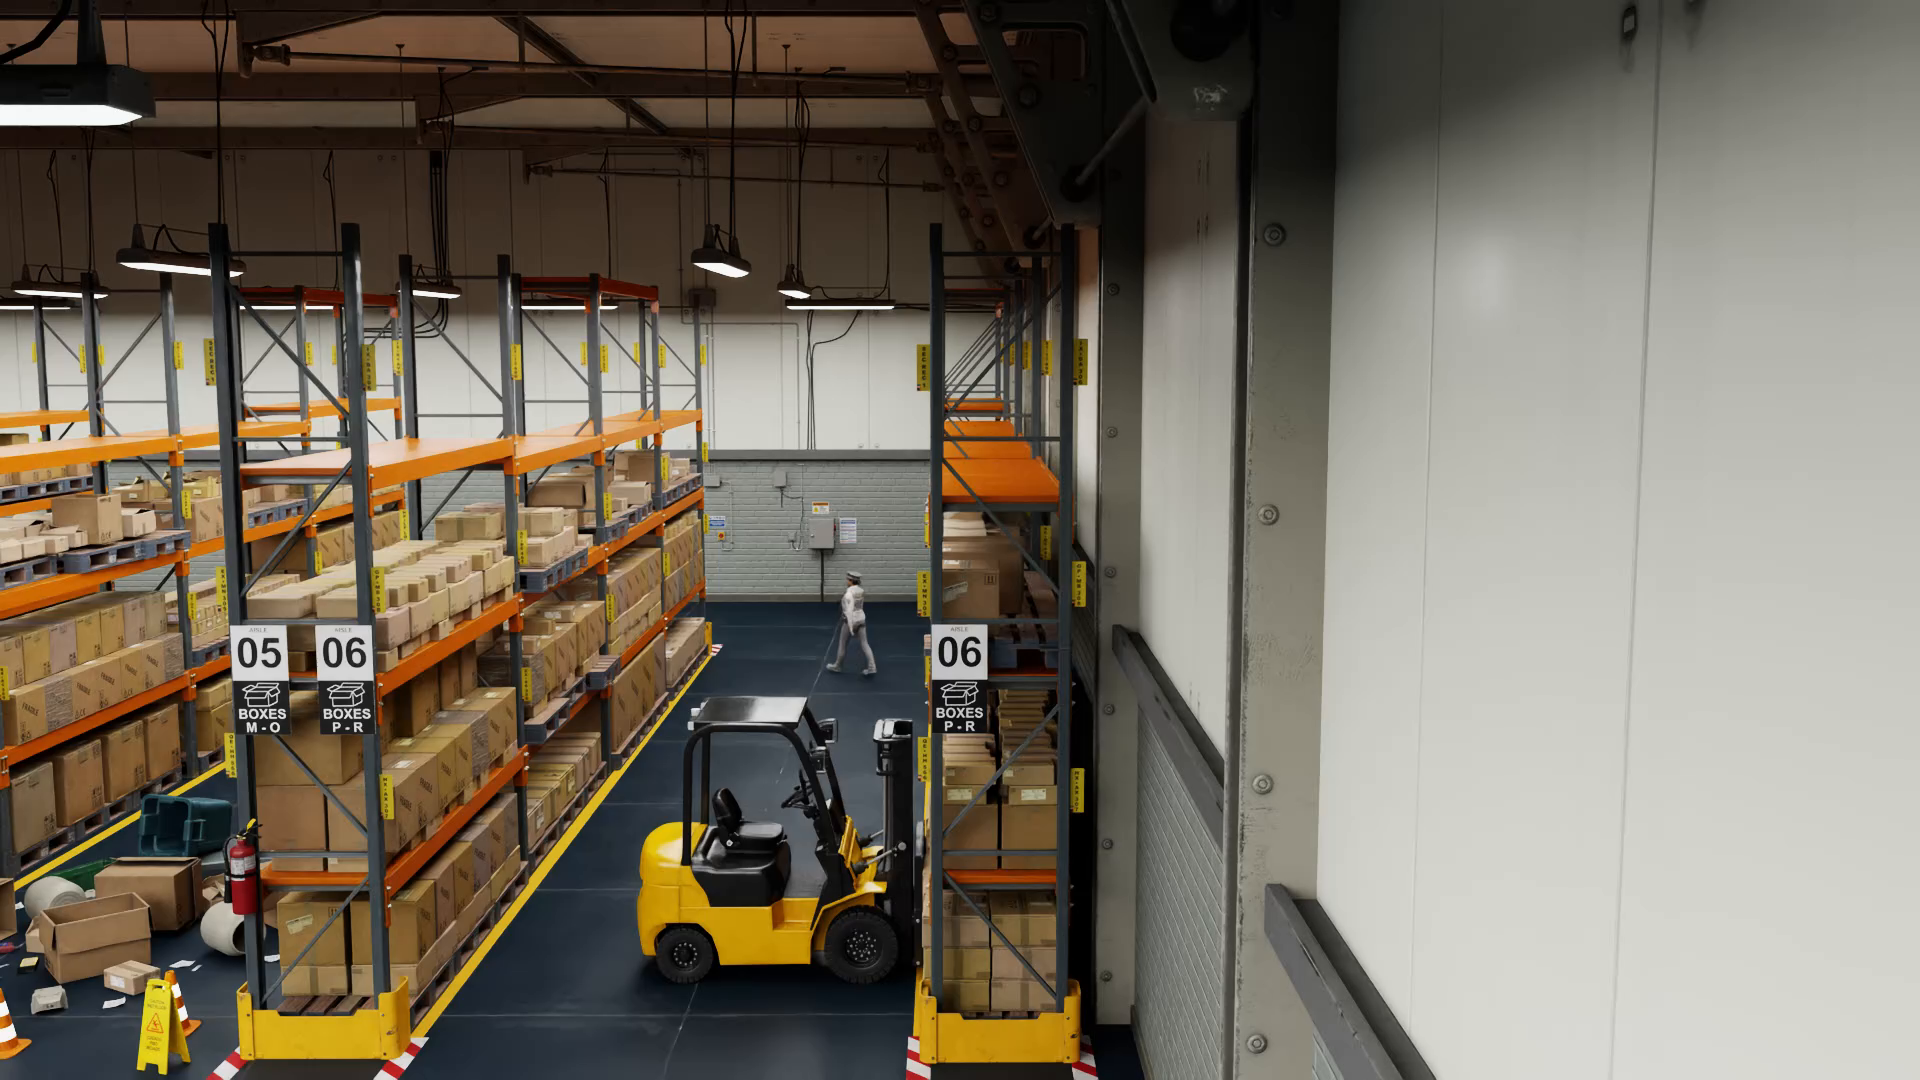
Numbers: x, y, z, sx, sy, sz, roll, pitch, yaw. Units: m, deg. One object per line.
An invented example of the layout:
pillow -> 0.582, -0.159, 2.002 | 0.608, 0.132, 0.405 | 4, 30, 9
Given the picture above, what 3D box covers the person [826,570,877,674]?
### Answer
person -> -1.701, 1.286, 26.172 | 0.929, 1.638, 0.502 | 5, 8, 35
